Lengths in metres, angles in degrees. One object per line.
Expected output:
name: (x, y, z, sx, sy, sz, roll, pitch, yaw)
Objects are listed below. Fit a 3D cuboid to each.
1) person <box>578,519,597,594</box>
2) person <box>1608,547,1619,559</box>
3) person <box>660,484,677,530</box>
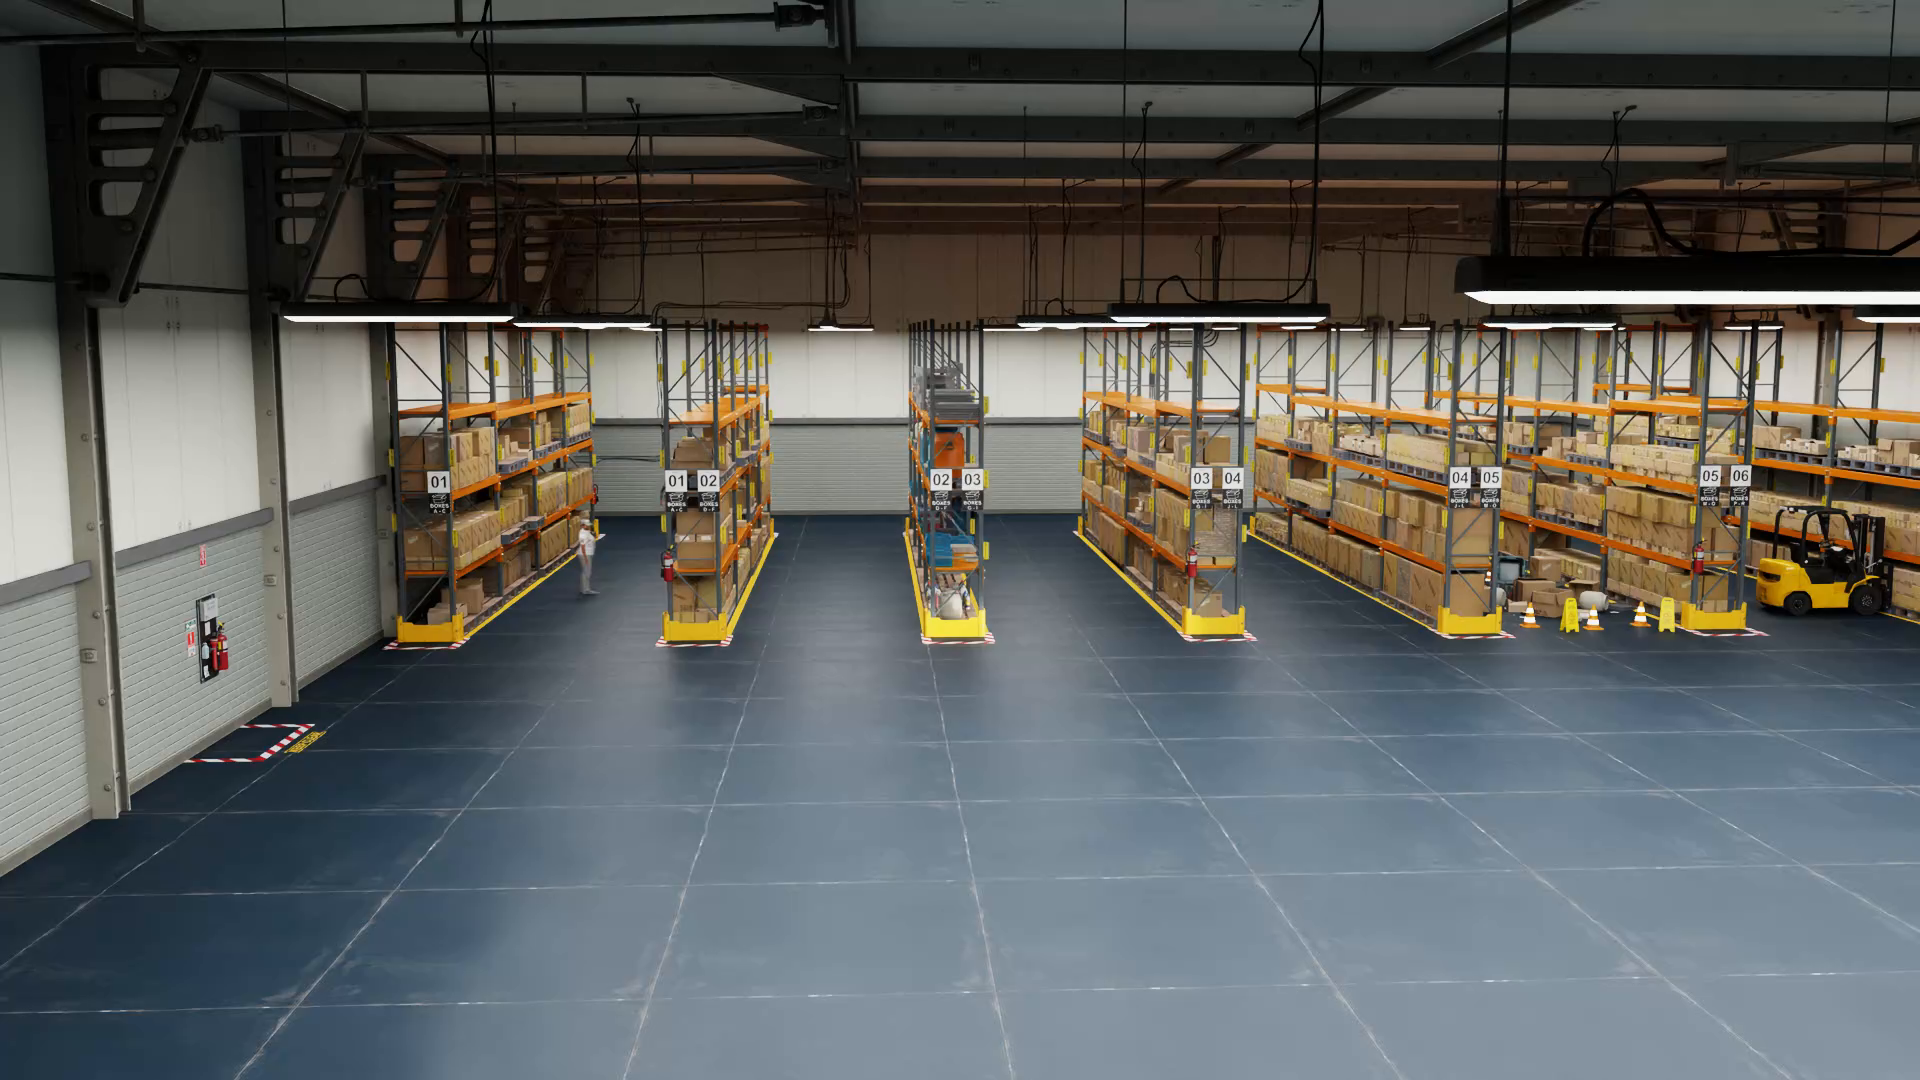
person: (-8.228, 0.375, 36.756, 0.419, 1.704, 0.503, -2, 7, -14)
person: (16.077, -0.157, 40.970, 0.450, 1.672, 0.462, 3, 8, 21)
person: (-8.374, -1.049, 48.272, 0.649, 1.743, 0.884, -1, 7, -8)
